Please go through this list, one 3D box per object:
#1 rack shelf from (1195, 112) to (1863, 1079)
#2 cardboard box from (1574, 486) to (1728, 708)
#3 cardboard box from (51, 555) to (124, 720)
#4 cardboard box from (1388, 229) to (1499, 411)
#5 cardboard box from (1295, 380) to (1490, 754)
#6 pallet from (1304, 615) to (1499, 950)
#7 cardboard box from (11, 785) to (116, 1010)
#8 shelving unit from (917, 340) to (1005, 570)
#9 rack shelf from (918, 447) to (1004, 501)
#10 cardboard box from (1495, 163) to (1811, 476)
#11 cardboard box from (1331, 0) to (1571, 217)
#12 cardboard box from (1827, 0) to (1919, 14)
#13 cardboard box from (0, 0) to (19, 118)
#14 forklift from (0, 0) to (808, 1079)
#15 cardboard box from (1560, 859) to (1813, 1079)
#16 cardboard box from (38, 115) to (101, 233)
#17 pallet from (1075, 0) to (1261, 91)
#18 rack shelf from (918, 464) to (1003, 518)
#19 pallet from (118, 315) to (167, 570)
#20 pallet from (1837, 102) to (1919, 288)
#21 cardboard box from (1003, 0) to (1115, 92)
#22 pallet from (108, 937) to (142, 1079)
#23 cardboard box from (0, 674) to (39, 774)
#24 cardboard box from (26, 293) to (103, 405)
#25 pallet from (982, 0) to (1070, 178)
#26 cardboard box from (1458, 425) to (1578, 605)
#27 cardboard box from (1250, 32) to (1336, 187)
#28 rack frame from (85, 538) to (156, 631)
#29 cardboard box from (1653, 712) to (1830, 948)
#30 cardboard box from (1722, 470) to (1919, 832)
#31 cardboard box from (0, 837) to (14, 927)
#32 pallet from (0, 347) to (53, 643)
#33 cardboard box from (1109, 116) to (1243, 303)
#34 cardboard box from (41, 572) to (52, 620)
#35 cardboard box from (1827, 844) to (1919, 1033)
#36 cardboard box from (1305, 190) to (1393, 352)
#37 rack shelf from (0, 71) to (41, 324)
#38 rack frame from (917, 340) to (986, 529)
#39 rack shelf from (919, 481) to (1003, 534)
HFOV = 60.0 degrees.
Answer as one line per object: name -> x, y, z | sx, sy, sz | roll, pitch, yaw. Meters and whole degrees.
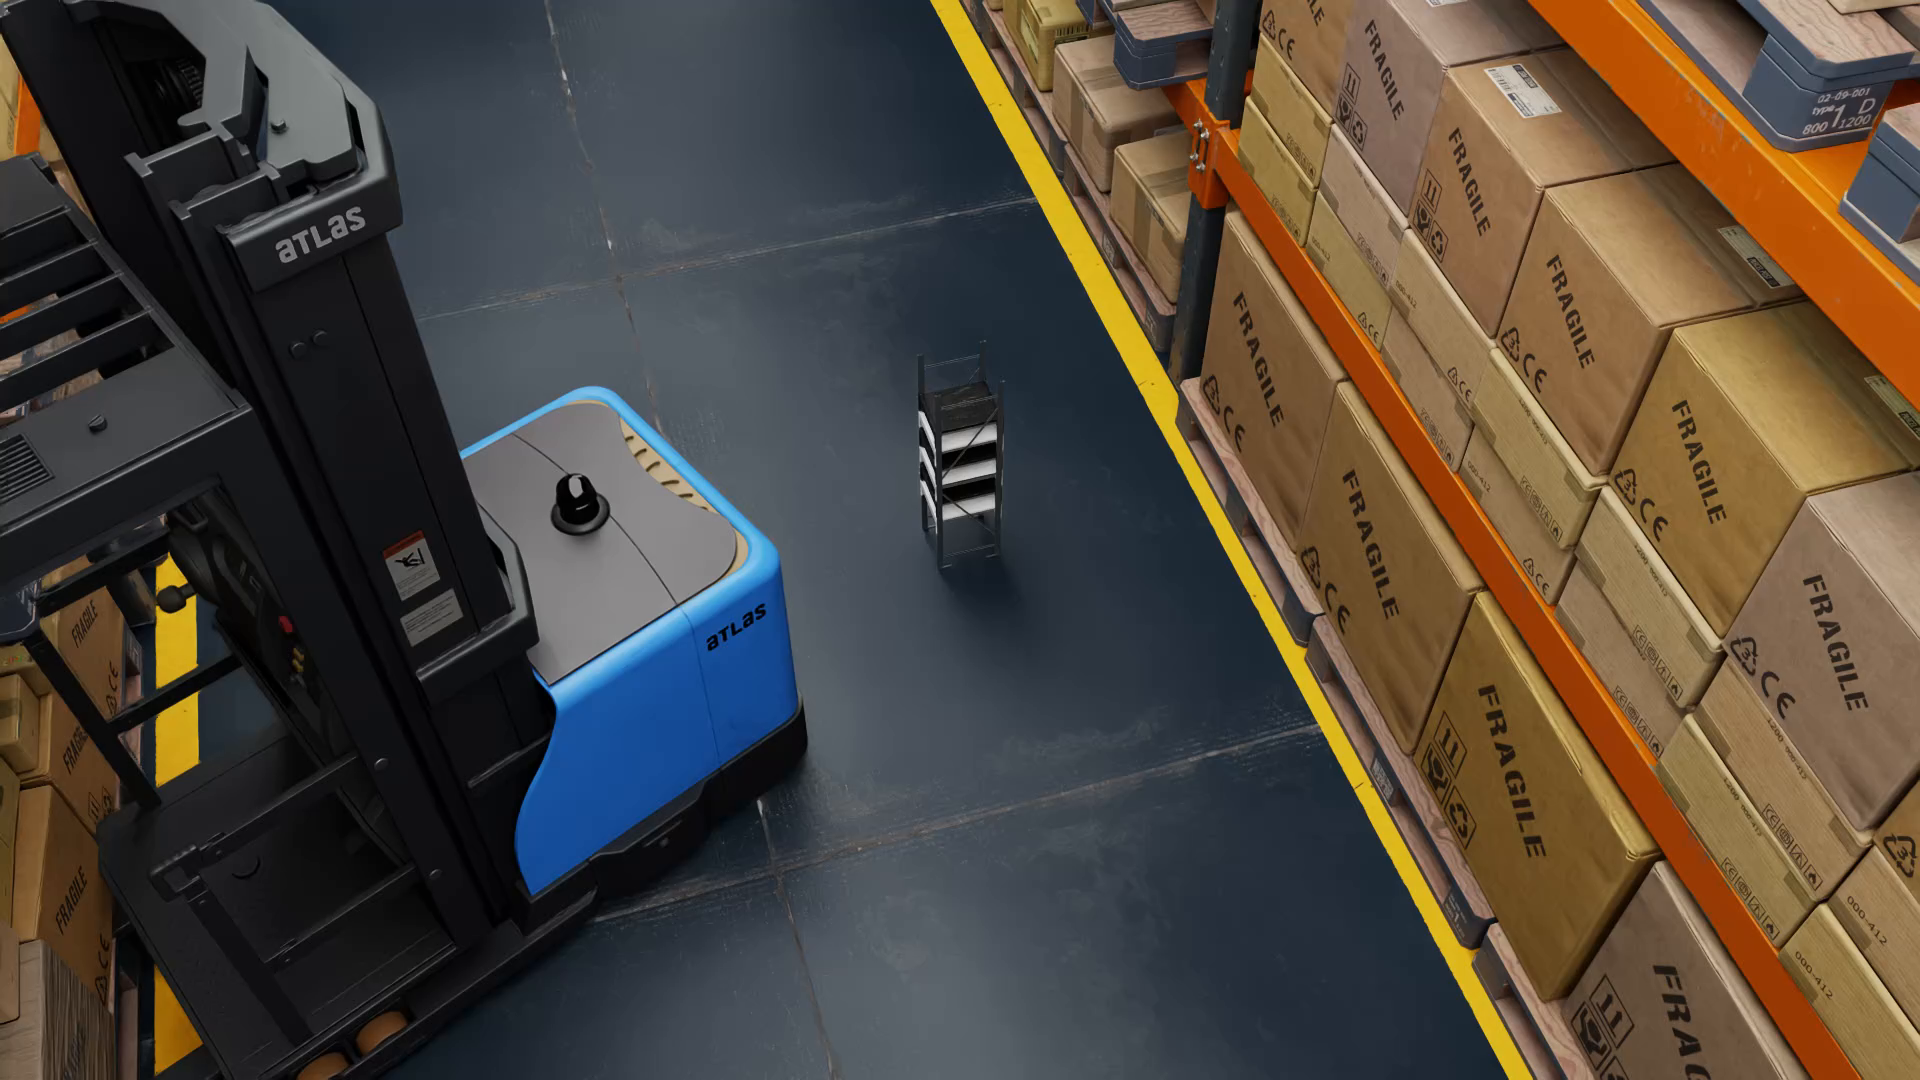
rack shelf -> 1.938, -0.026, 4.781 | 1.077, 0.370, 4.000 | -13, 51, -11
cardboard box -> 1.853, 0.083, 3.990 | 0.500, 0.250, 0.500 | -12, 51, -10
cardboard box -> -3.064, 0.337, 5.364 | 0.500, 0.500, 0.500 | -12, 51, -10
cardboard box -> 1.547, -0.661, 4.616 | 0.500, 0.250, 0.500 | -13, 51, -11
cardboard box -> 1.731, 0.006, 5.398 | 0.875, 0.875, 0.875 | -13, 51, -11
pallet -> 1.864, 0.662, 5.553 | 1.003, 0.211, 1.213 | -13, 51, -11
cardboard box -> -2.769, 1.086, 4.732 | 0.500, 0.500, 0.500 | -11, 51, -9
shelving unit -> 0.002, -0.284, 5.901 | 0.258, 0.900, 0.210 | -13, 51, -11
rack shelf -> 0.002, -0.263, 5.926 | 0.258, 0.077, 0.200 | -13, 51, -11
cardboard box -> 1.699, -0.547, 4.030 | 0.500, 0.500, 0.500 | -13, 51, -10
cardboard box -> 1.414, -1.298, 4.663 | 0.500, 0.500, 0.500 | -13, 51, -11
cardboard box -> 1.827, -1.171, 3.192 | 0.380, 0.166, 0.250 | -9, 51, -8
cardboard box -> -3.595, -1.668, 5.792 | 0.500, 0.250, 0.500 | -15, 51, -12
forklift -> -1.953, 0.250, 4.122 | 3.031, 2.935, 1.130 | -34, 58, -25
cardboard box -> 2.269, 1.318, 4.292 | 0.875, 0.875, 0.875 | -12, 51, -10
cardboard box -> -3.966, -1.389, 6.738 | 0.875, 0.625, 0.625 | -15, 52, -12
pallet -> 1.034, -2.153, 6.229 | 1.213, 0.211, 1.003 | -13, 51, -11
rack shelf -> 0.002, -0.205, 5.995 | 0.258, 0.077, 0.200 | -13, 51, -11
pallet -> -3.601, -0.305, 6.369 | 1.003, 0.211, 1.213 | -13, 51, -11
pallet -> 2.211, -0.361, 2.756 | 0.805, 0.209, 1.217 | -15, 52, -12
cardboard box -> 0.744, -2.514, 7.852 | 0.950, 0.372, 0.625 | -12, 51, -10
pallet -> -2.853, 1.748, 4.638 | 1.003, 0.211, 1.213 | -13, 51, -11
cardboard box -> -2.860, 0.566, 4.747 | 0.380, 0.149, 0.250 | -15, 51, -12
cardboard box -> -3.566, -0.422, 5.923 | 0.875, 0.625, 0.625 | -12, 51, -10
pallet -> 0.759, -2.280, 8.034 | 1.003, 0.211, 1.213 | -13, 51, -11
cardboard box -> 1.718, -0.141, 4.505 | 0.500, 0.250, 0.500 | -13, 51, -11
cardboard box -> 1.260, -1.406, 5.244 | 0.500, 0.250, 0.500 | -14, 51, -11
rack frame -> -3.394, -0.594, 4.789 | 1.000, 3.000, 0.127 | -13, 51, -11
cardboard box -> 2.006, 0.608, 3.873 | 0.500, 0.250, 0.500 | -14, 51, -11
cardboard box -> 1.997, 0.203, 3.398 | 0.500, 0.500, 0.500 | -12, 51, -10
cardboard box -> -2.751, 0.951, 4.423 | 0.380, 0.149, 0.250 | -14, 51, -12
pallet -> -3.127, -0.053, 4.458 | 1.213, 0.211, 1.003 | -13, 51, -11
cardboard box -> 1.189, -1.422, 6.931 | 0.950, 0.372, 0.625 | -16, 52, -13
cardboard box -> -3.006, 0.171, 5.080 | 0.380, 0.149, 0.250 | -16, 52, -13
cardboard box -> 2.166, 0.823, 3.365 | 0.500, 0.250, 0.500 | -13, 51, -11
cardboard box -> 1.419, -0.885, 5.132 | 0.500, 0.250, 0.500 | -15, 51, -12
rack shelf -> -3.986, -1.822, 6.295 | 1.077, 0.370, 4.000 | -13, 51, -11
rack frame -> -0.028, -0.358, 5.964 | 0.240, 0.900, 0.006 | -13, 51, -11
rack shelf -> 0.002, -0.147, 6.064 | 0.258, 0.077, 0.200 | -13, 51, -11
